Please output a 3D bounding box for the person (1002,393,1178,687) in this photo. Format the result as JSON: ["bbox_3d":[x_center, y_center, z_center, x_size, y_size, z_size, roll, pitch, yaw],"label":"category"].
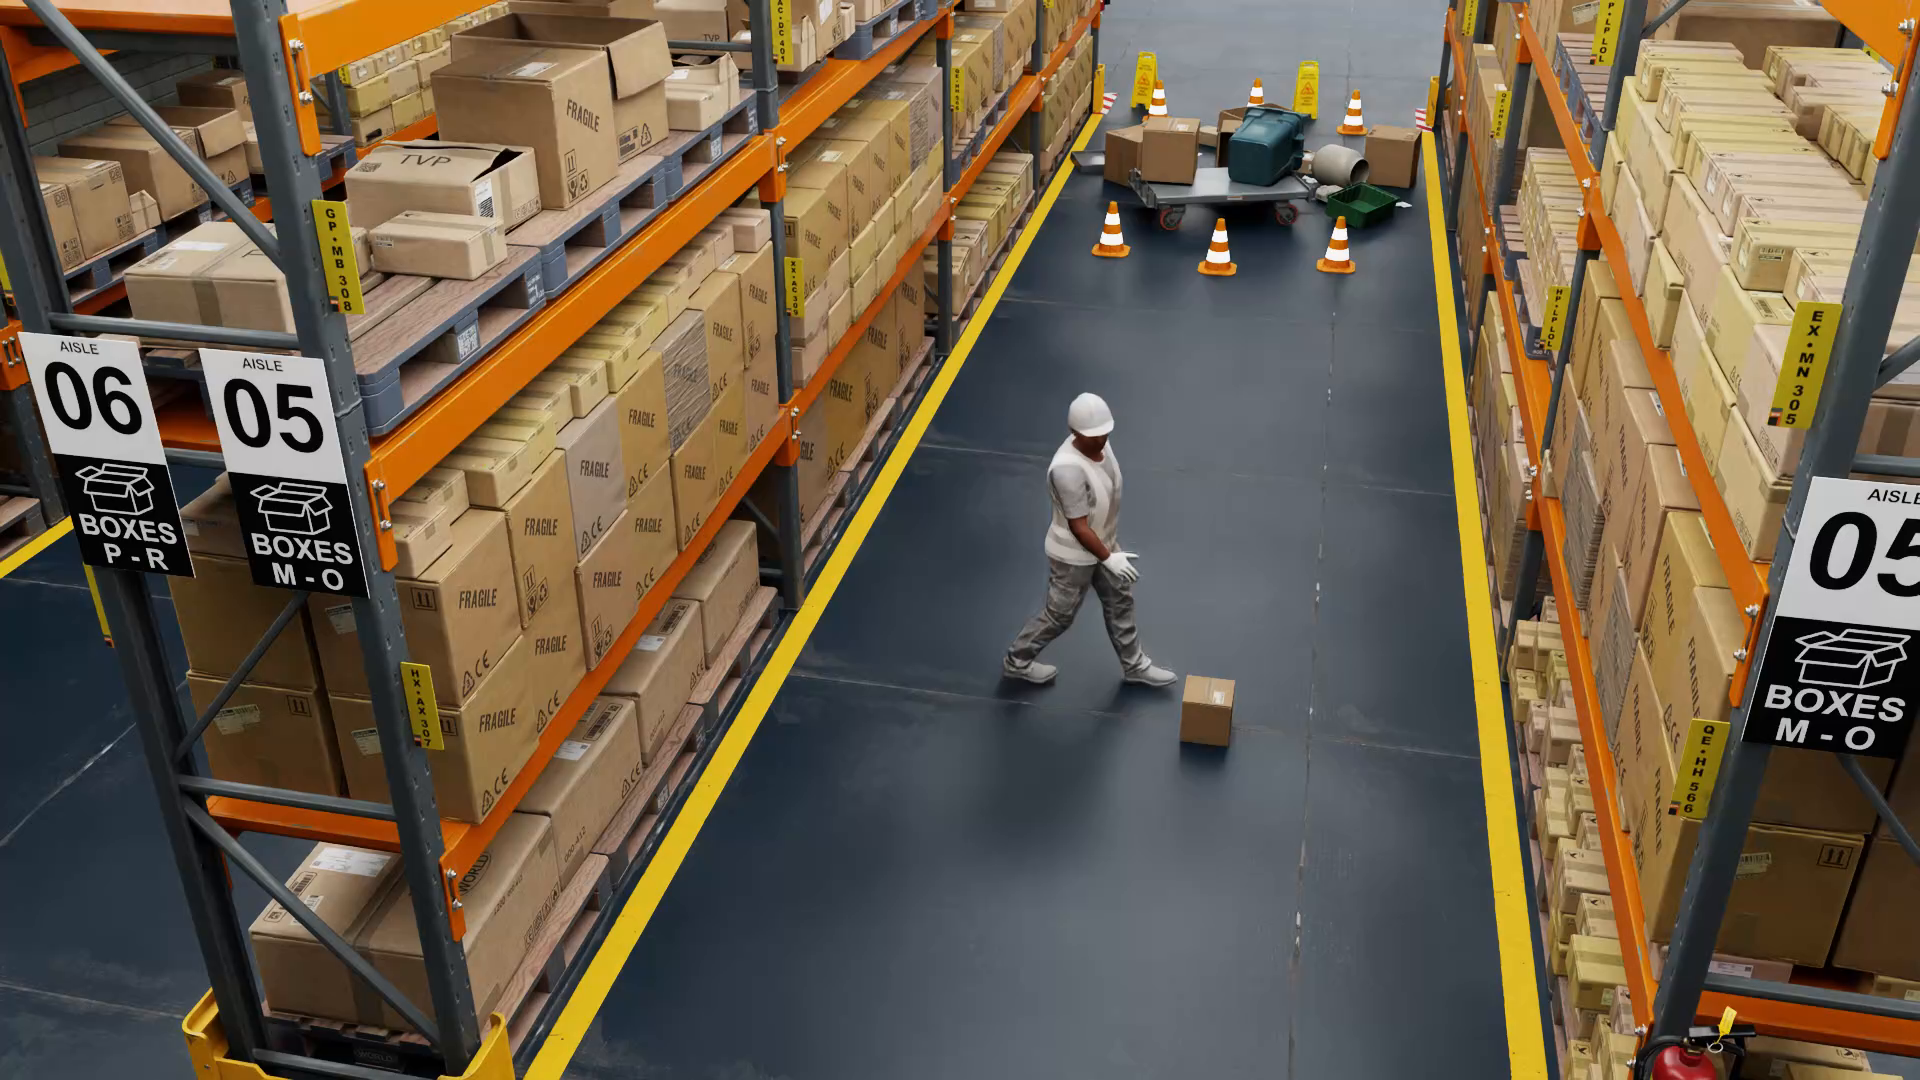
[{"bbox_3d":[0.679,0.044,8.548,0.910,1.747,0.564,12,31,21],"label":"person"}]
